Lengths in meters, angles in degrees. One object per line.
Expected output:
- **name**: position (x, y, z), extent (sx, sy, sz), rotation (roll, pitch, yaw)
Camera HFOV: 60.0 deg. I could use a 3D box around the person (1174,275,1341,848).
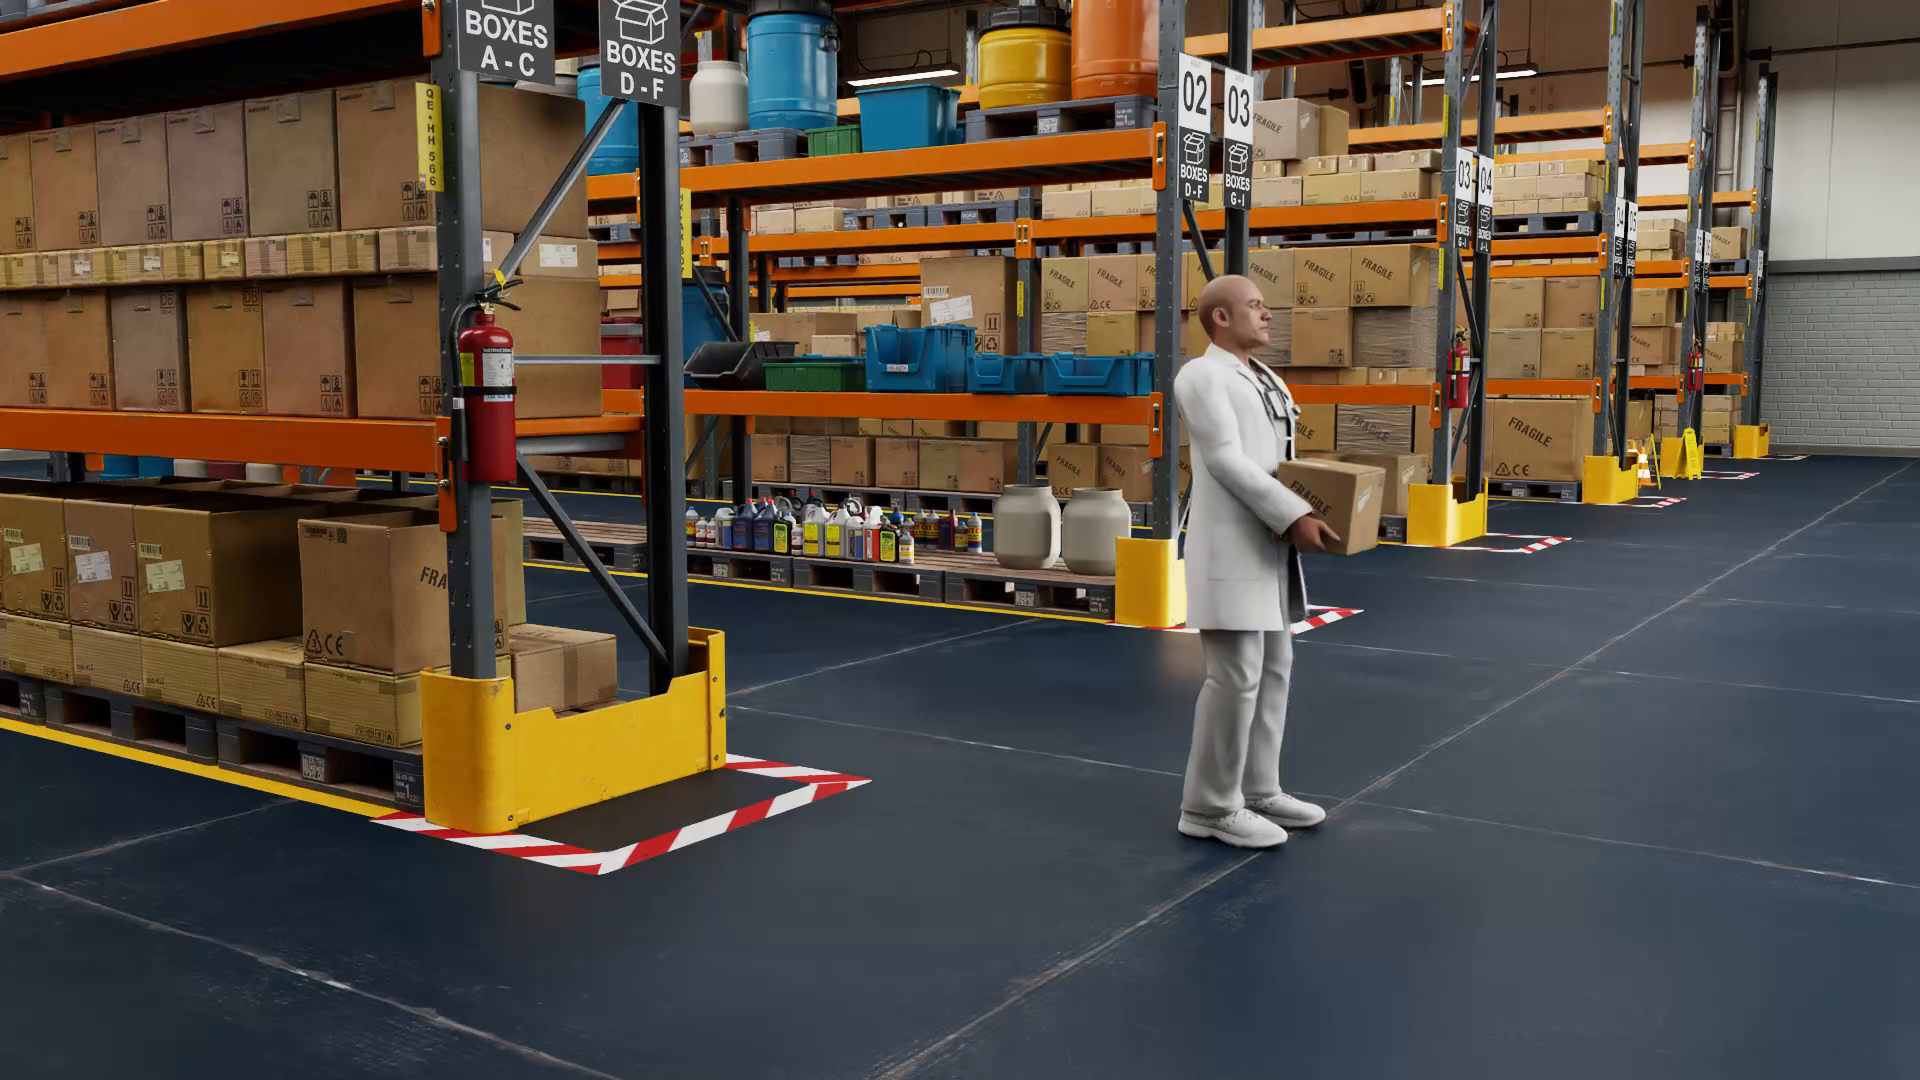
- **person**: position (0.984, 0.057, 5.239), extent (0.554, 1.773, 0.532), rotation (4, 7, 33)
